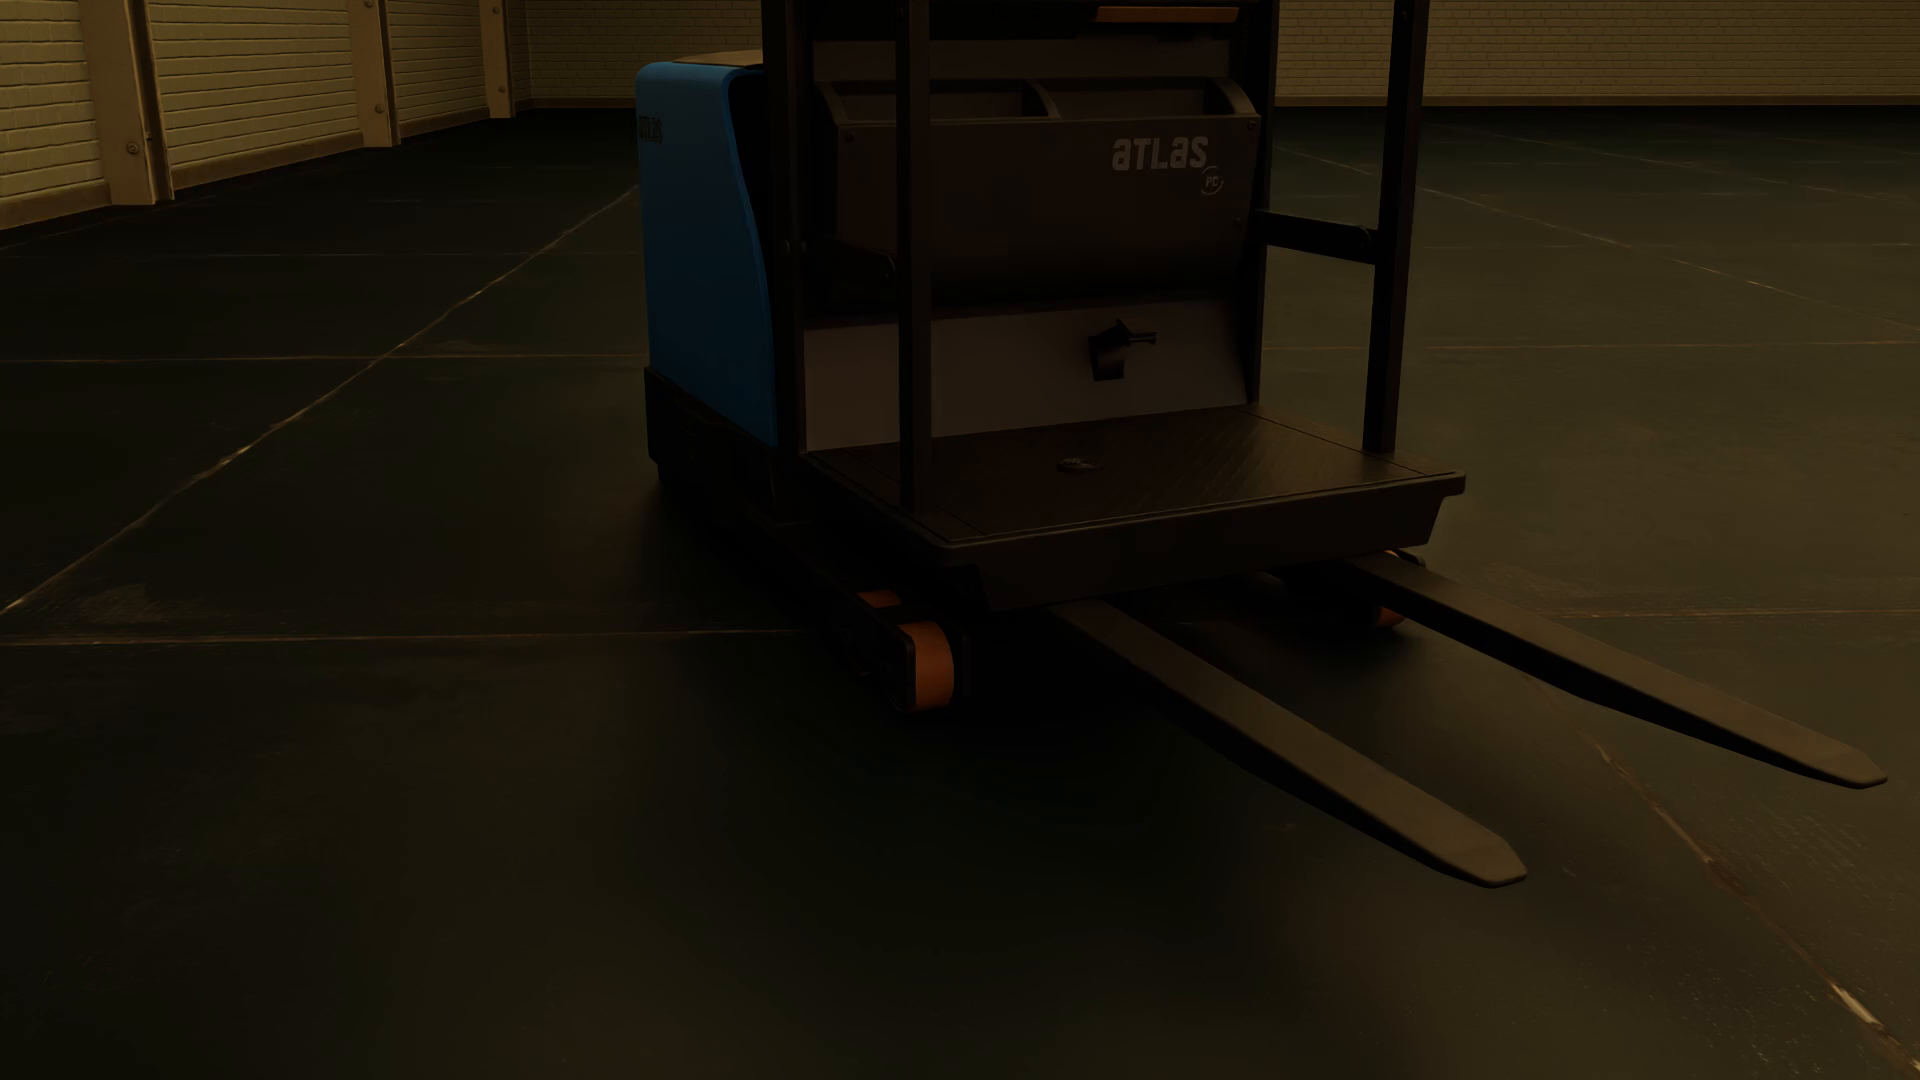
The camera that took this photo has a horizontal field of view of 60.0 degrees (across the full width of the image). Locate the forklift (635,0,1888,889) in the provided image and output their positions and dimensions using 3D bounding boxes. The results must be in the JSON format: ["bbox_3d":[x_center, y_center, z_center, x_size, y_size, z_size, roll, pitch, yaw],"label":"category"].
[{"bbox_3d":[0.258,-1.240,2.962,1.130,2.935,3.031,-8,19,-24],"label":"forklift"}]
